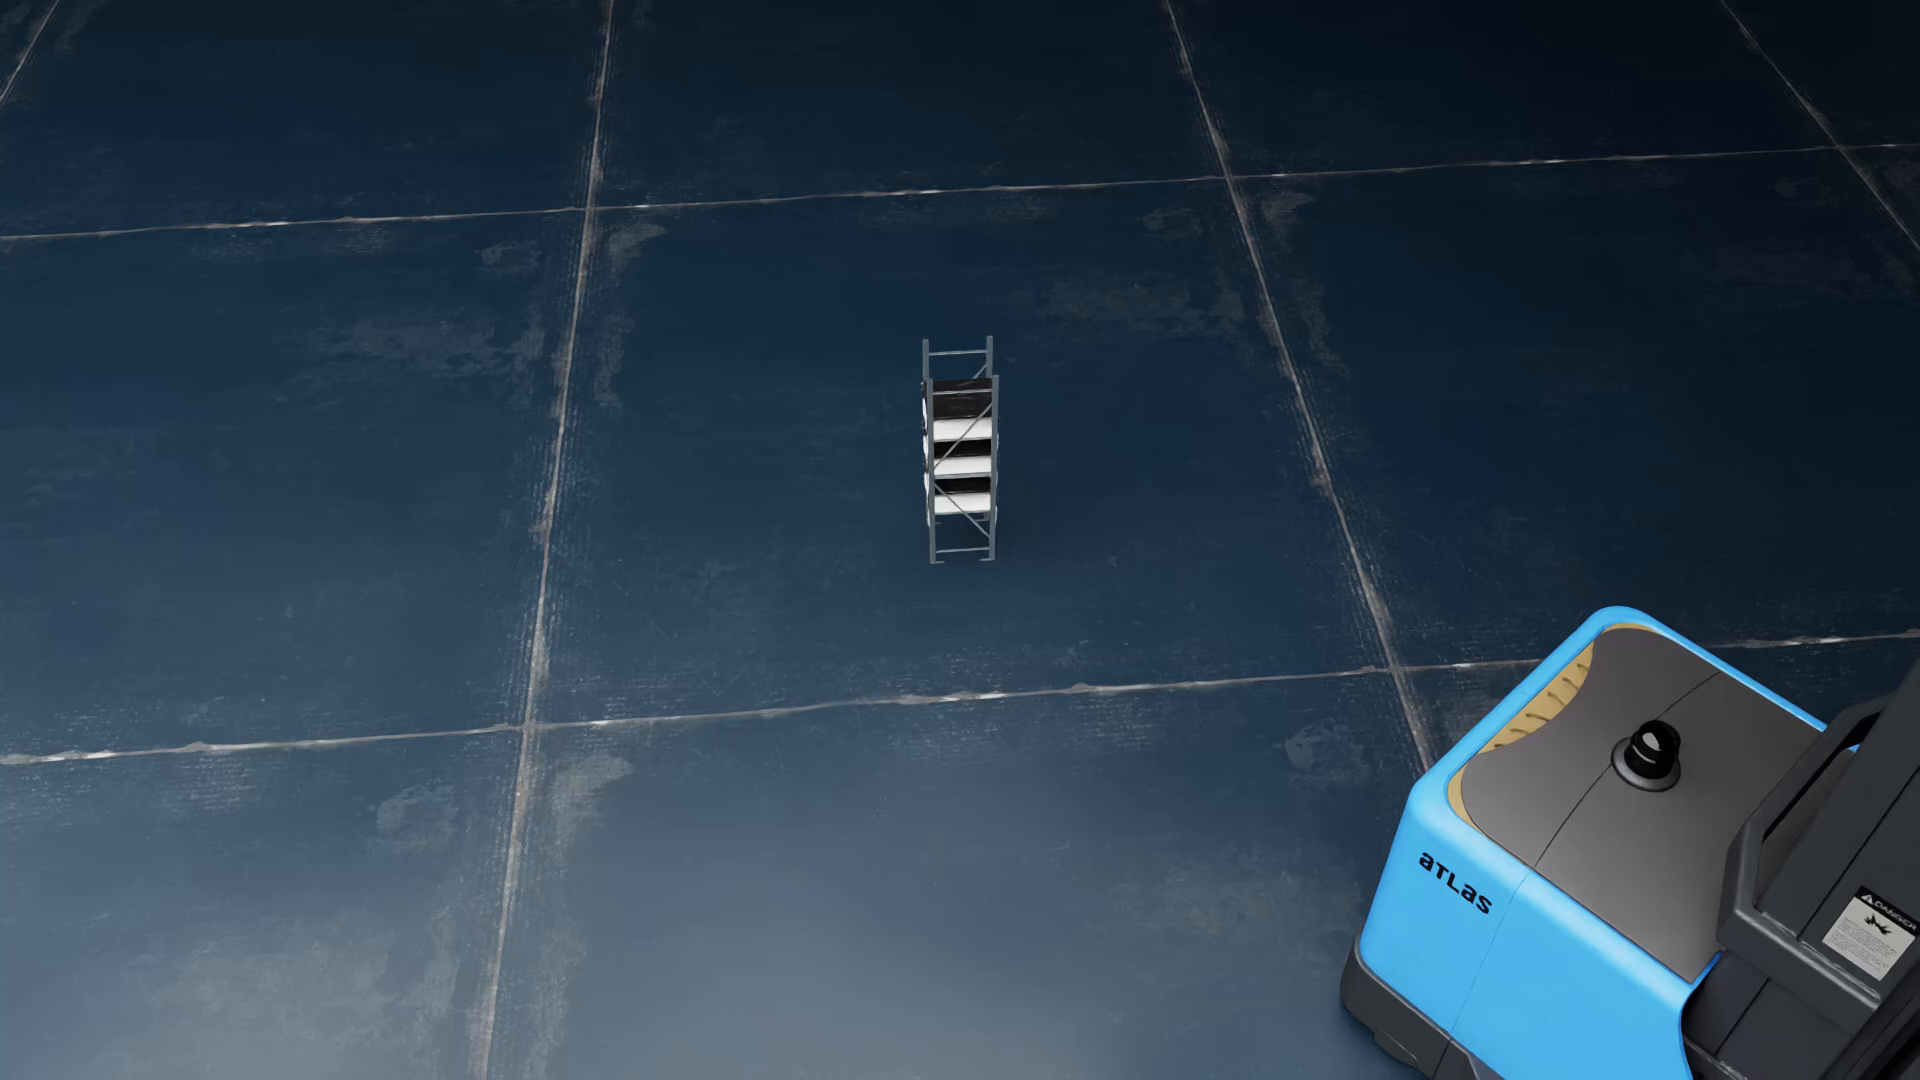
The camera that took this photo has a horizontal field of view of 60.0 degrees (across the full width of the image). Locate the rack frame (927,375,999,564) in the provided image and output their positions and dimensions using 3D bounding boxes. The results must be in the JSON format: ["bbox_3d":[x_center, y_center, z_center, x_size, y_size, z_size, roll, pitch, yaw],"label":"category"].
[{"bbox_3d":[0.009,-0.230,5.848,0.240,0.900,0.006,-3,47,-3],"label":"rack frame"}]

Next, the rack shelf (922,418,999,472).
[{"bbox_3d":[0.001,-0.343,5.877,0.258,0.077,0.200,-3,47,-3],"label":"rack shelf"}]

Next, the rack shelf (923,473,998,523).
[{"bbox_3d":[0.001,-0.157,6.073,0.258,0.077,0.200,-3,47,-3],"label":"rack shelf"}]

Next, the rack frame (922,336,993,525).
[{"bbox_3d":[-0.008,-0.377,5.987,0.240,0.900,0.006,-3,47,-3],"label":"rack frame"}]

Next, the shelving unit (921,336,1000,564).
[{"bbox_3d":[0.001,-0.304,5.918,0.258,0.900,0.210,-3,47,-3],"label":"shelving unit"}]

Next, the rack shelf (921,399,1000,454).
[{"bbox_3d":[0.001,-0.404,5.811,0.258,0.077,0.200,-3,47,-3],"label":"rack shelf"}]

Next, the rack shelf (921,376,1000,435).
[{"bbox_3d":[0.001,-0.466,5.746,0.258,0.077,0.200,-3,47,-3],"label":"rack shelf"}]

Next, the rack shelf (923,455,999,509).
[{"bbox_3d":[0.001,-0.219,6.007,0.258,0.077,0.200,-3,47,-3],"label":"rack shelf"}]

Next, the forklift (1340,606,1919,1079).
[{"bbox_3d":[2.496,0.906,3.373,1.130,2.935,3.031,-35,55,-28],"label":"forklift"}]

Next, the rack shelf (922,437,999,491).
[{"bbox_3d":[0.001,-0.281,5.942,0.258,0.077,0.200,-3,47,-3],"label":"rack shelf"}]
